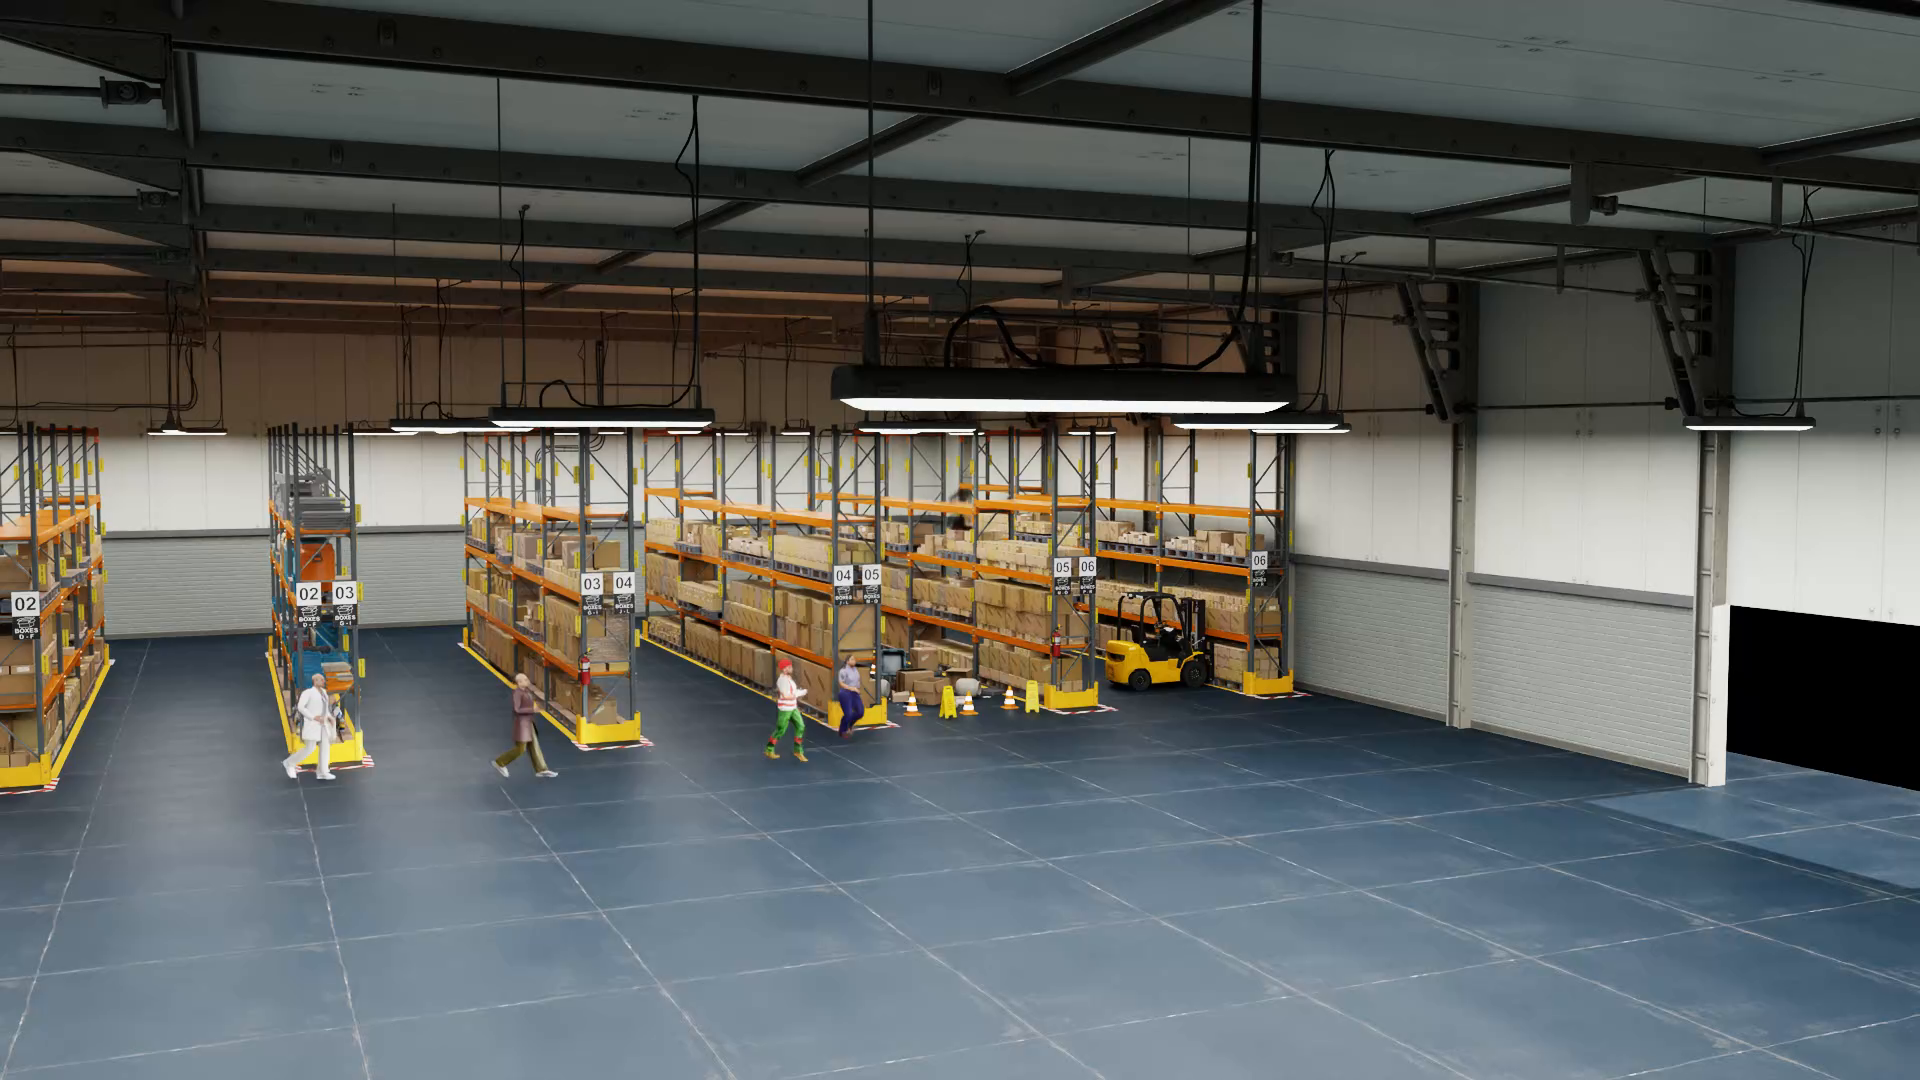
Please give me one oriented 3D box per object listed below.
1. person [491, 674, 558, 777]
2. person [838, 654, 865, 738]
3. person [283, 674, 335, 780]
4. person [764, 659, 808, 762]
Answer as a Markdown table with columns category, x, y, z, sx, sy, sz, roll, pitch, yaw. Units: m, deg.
| category | x | y | z | sx | sy | sz | roll | pitch | yaw |
| --- | --- | --- | --- | --- | --- | --- | --- | --- | --- |
| person | -7.264 | 3.097 | 27.715 | 1.088 | 1.747 | 0.711 | 0 | 3 | 1 |
| person | -2.061 | 2.974 | 31.749 | 0.573 | 1.610 | 0.624 | 3 | 4 | 36 |
| person | -10.806 | 3.127 | 28.012 | 0.898 | 1.740 | 0.770 | 1 | 4 | 16 |
| person | -3.069 | 3.025 | 29.398 | 0.799 | 1.845 | 0.648 | 1 | 4 | 14 |
